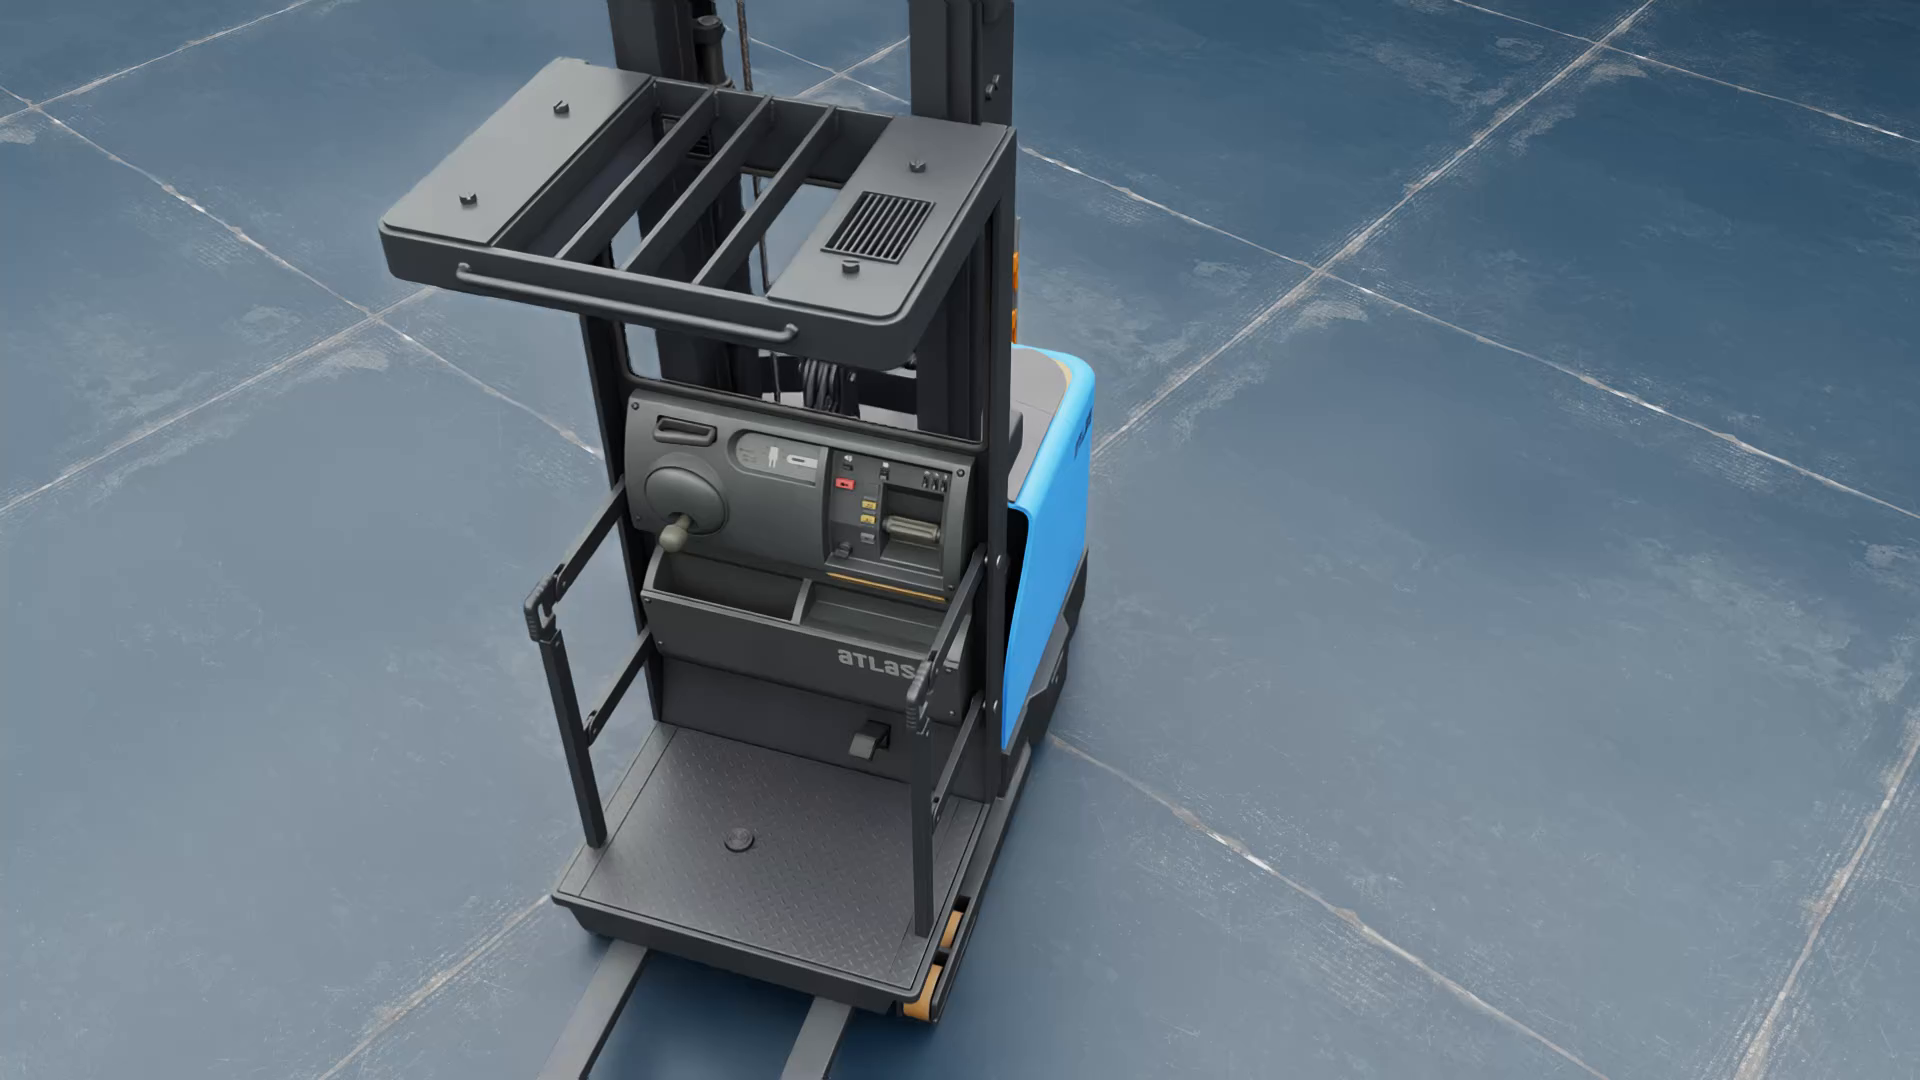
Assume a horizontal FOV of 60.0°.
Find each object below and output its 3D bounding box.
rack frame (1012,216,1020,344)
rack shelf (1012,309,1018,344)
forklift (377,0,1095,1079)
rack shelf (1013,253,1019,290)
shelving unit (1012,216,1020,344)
[{"bbox_3d":[0.104,-0.699,6.127,0.240,1.200,0.015,25,48,25],"label":"rack frame"},{"bbox_3d":[-0.036,-0.680,5.874,0.258,0.148,0.480,25,48,25],"label":"rack shelf"},{"bbox_3d":[-0.488,-0.026,4.100,1.130,2.935,3.031,12,44,13],"label":"forklift"},{"bbox_3d":[-0.036,-0.855,5.715,0.258,0.148,0.480,25,48,25],"label":"rack shelf"},{"bbox_3d":[-0.036,-0.565,5.979,0.258,1.200,0.503,25,48,25],"label":"shelving unit"}]
